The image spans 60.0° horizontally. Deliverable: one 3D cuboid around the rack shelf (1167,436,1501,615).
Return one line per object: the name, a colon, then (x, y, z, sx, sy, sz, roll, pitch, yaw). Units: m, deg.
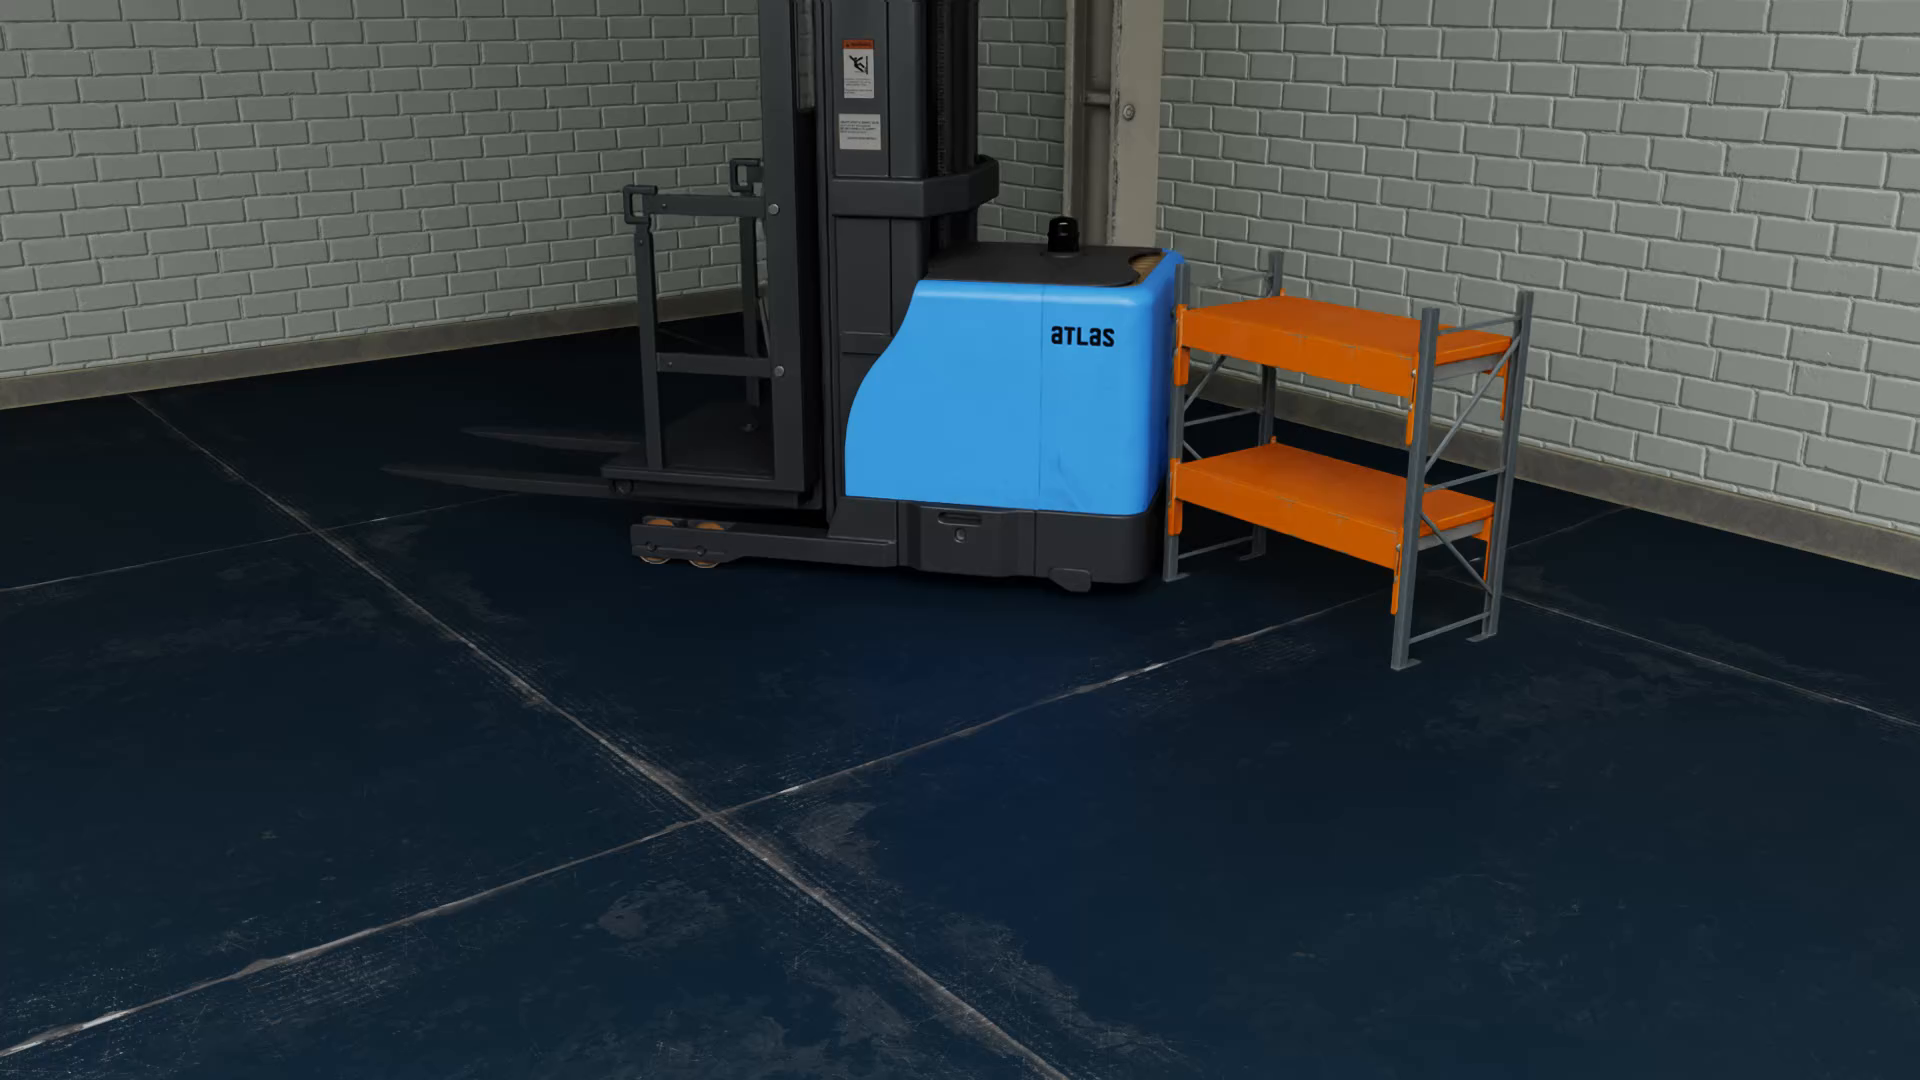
rack shelf: (1.237, -0.075, 5.579, 0.538, 0.278, 1.000, -13, 23, -35)

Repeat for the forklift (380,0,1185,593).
forklift: (-0.717, -1.441, 6.053, 3.031, 2.935, 1.130, 5, 19, 13)

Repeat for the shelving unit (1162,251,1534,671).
shelving unit: (1.237, -0.308, 5.502, 0.538, 1.125, 1.048, -13, 23, -35)

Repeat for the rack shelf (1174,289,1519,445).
rack shelf: (1.237, -0.585, 5.410, 0.538, 0.278, 1.000, -13, 23, -35)

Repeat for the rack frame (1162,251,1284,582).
rack frame: (0.930, -0.435, 5.887, 0.500, 1.125, 0.032, -13, 23, -35)

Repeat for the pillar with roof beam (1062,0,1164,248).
pillar with roof beam: (-2.600, -4.281, 4.977, 9.100, 9.000, 0.400, -14, 23, -36)

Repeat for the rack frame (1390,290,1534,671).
rack frame: (1.544, -0.180, 5.117, 0.500, 1.125, 0.032, -13, 23, -35)
